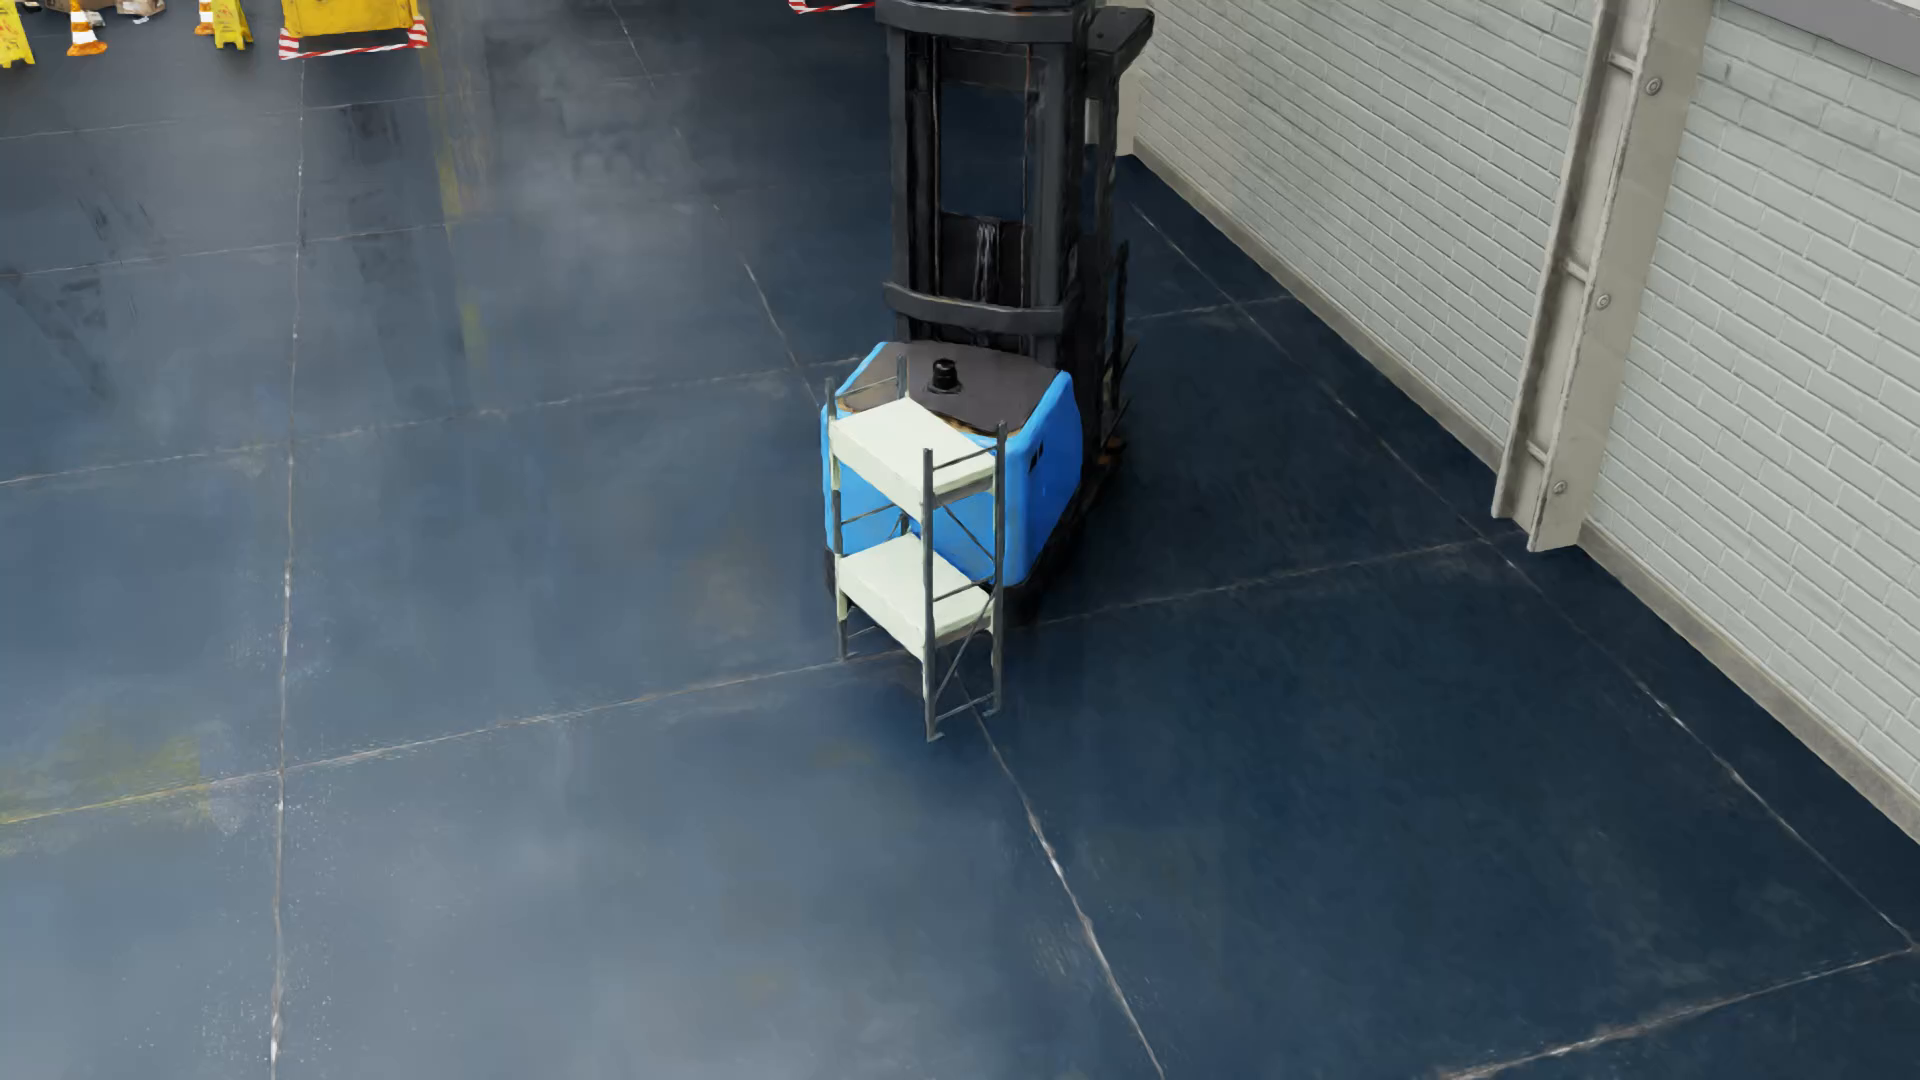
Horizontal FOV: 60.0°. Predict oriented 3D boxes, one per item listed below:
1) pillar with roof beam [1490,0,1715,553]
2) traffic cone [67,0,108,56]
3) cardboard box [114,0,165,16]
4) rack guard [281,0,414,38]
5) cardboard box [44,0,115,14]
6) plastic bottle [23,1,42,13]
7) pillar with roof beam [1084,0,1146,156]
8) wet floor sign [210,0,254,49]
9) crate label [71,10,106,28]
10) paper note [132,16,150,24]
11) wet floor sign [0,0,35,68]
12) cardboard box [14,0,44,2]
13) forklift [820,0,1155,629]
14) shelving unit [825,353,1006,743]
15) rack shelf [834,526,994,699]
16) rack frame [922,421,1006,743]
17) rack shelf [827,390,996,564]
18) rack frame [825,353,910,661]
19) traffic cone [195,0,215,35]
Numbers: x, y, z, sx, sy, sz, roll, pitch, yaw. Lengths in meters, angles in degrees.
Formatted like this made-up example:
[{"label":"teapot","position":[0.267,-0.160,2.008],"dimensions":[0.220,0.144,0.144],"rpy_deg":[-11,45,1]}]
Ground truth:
[{"label":"pillar with roof beam","position":[-1.039,-3.094,5.270],"dimensions":[9.100,9.000,0.400],"rpy_deg":[-10,35,-15]},{"label":"traffic cone","position":[-8.285,-4.847,15.666],"dimensions":[0.336,0.463,0.334],"rpy_deg":[-10,35,-15]},{"label":"cardboard box","position":[-8.295,-5.421,16.818],"dimensions":[0.380,0.149,0.250],"rpy_deg":[7,34,10]},{"label":"rack guard","position":[-5.995,-5.259,16.255],"dimensions":[1.175,0.500,0.348],"rpy_deg":[-10,35,-15]},{"label":"cardboard box","position":[-8.918,-5.717,16.945],"dimensions":[0.637,0.503,0.797],"rpy_deg":[19,38,26]},{"label":"plastic bottle","position":[-9.441,-5.426,16.907],"dimensions":[0.133,0.061,0.283],"rpy_deg":[-23,40,-31]},{"label":"pillar with roof beam","position":[-2.869,-6.244,10.038],"dimensions":[9.100,9.000,0.400],"rpy_deg":[-10,35,-15]},{"label":"wet floor sign","position":[-6.933,-5.000,15.731],"dimensions":[0.267,0.644,0.232],"rpy_deg":[1,33,2]},{"label":"crate label","position":[-8.583,-5.114,16.364],"dimensions":[0.298,0.136,0.250],"rpy_deg":[27,42,34]},{"label":"paper note","position":[-8.155,-5.185,16.569],"dimensions":[0.148,0.019,0.142],"rpy_deg":[-23,40,-31]},{"label":"wet floor sign","position":[-8.760,-4.712,15.295],"dimensions":[0.267,0.644,0.232],"rpy_deg":[-16,37,-23]},{"label":"cardboard box","position":[-9.597,-5.743,17.200],"dimensions":[0.396,0.266,0.258],"rpy_deg":[-4,34,-6]},{"label":"forklift","position":[0.300,-1.604,8.519],"dimensions":[1.130,2.935,3.031],"rpy_deg":[11,35,16]},{"label":"shelving unit","position":[-0.193,0.043,7.324],"dimensions":[0.431,1.500,0.755],"rpy_deg":[-21,39,-29]},{"label":"rack shelf","position":[-0.193,0.315,7.504],"dimensions":[0.431,0.370,0.720],"rpy_deg":[-21,39,-29]},{"label":"rack frame","position":[0.019,0.208,7.075],"dimensions":[0.400,1.500,0.023],"rpy_deg":[-21,39,-29]},{"label":"rack shelf","position":[-0.193,-0.282,7.109],"dimensions":[0.431,0.370,0.720],"rpy_deg":[-21,39,-29]},{"label":"rack frame","position":[-0.404,-0.121,7.573],"dimensions":[0.400,1.500,0.023],"rpy_deg":[-21,39,-29]},{"label":"traffic cone","position":[-7.331,-5.212,16.218],"dimensions":[0.336,0.463,0.334],"rpy_deg":[-10,35,-15]}]
